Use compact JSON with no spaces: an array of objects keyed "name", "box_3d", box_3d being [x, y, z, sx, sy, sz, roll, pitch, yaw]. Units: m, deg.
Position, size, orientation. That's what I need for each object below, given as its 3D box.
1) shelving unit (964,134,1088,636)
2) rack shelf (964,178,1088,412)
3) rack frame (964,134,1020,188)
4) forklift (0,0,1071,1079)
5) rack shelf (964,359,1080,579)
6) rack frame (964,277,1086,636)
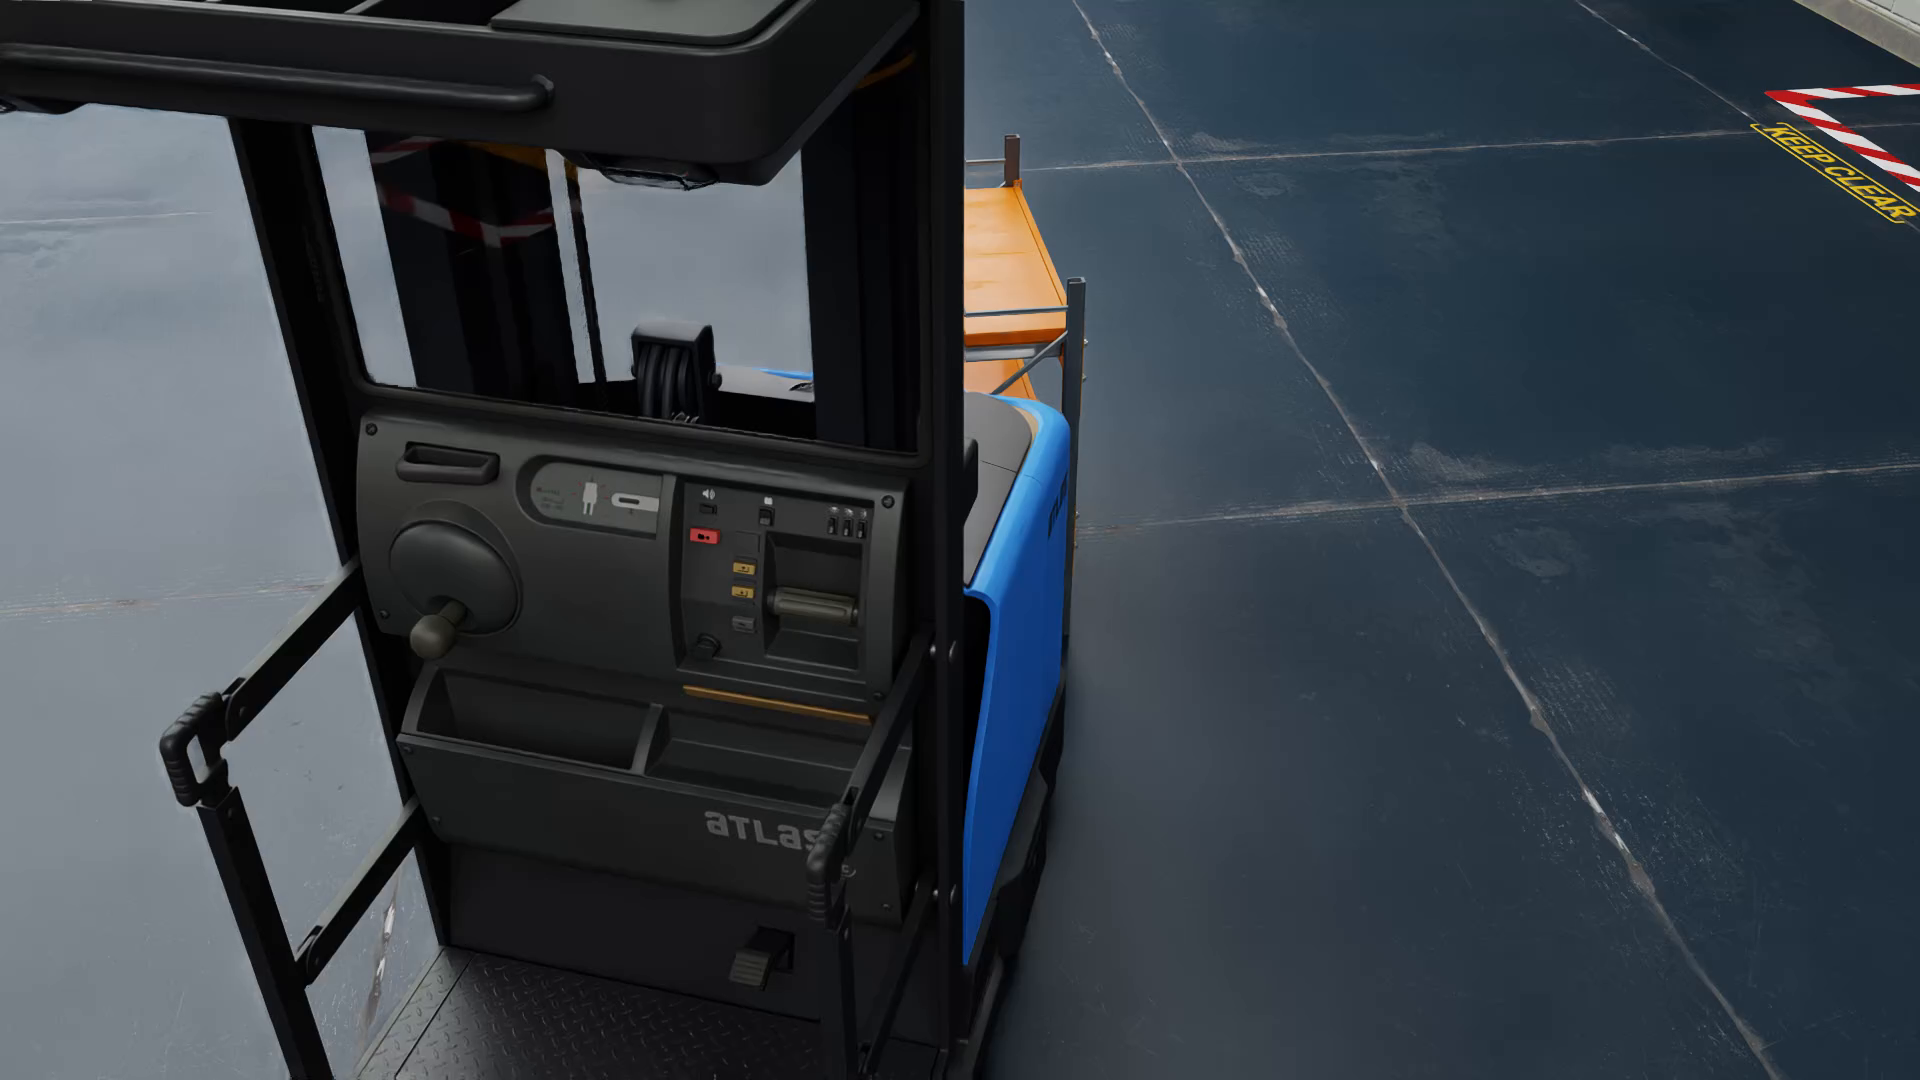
[{"name":"shelving unit","box_3d":[0.001,-0.461,4.928,0.538,1.125,1.048,-4,35,-6]},{"name":"rack shelf","box_3d":[0.001,-0.703,4.763,0.538,0.278,1.000,-4,35,-6]},{"name":"rack frame","box_3d":[-0.067,-0.745,5.344,0.500,1.125,0.032,-4,35,-6]},{"name":"forklift","box_3d":[-0.594,0.097,2.505,1.130,2.935,3.031,8,35,12]},{"name":"rack shelf","box_3d":[0.001,-0.259,5.065,0.538,0.278,1.000,-4,35,-6]},{"name":"rack frame","box_3d":[0.069,-0.177,4.511,0.500,1.125,0.032,-4,35,-6]}]
